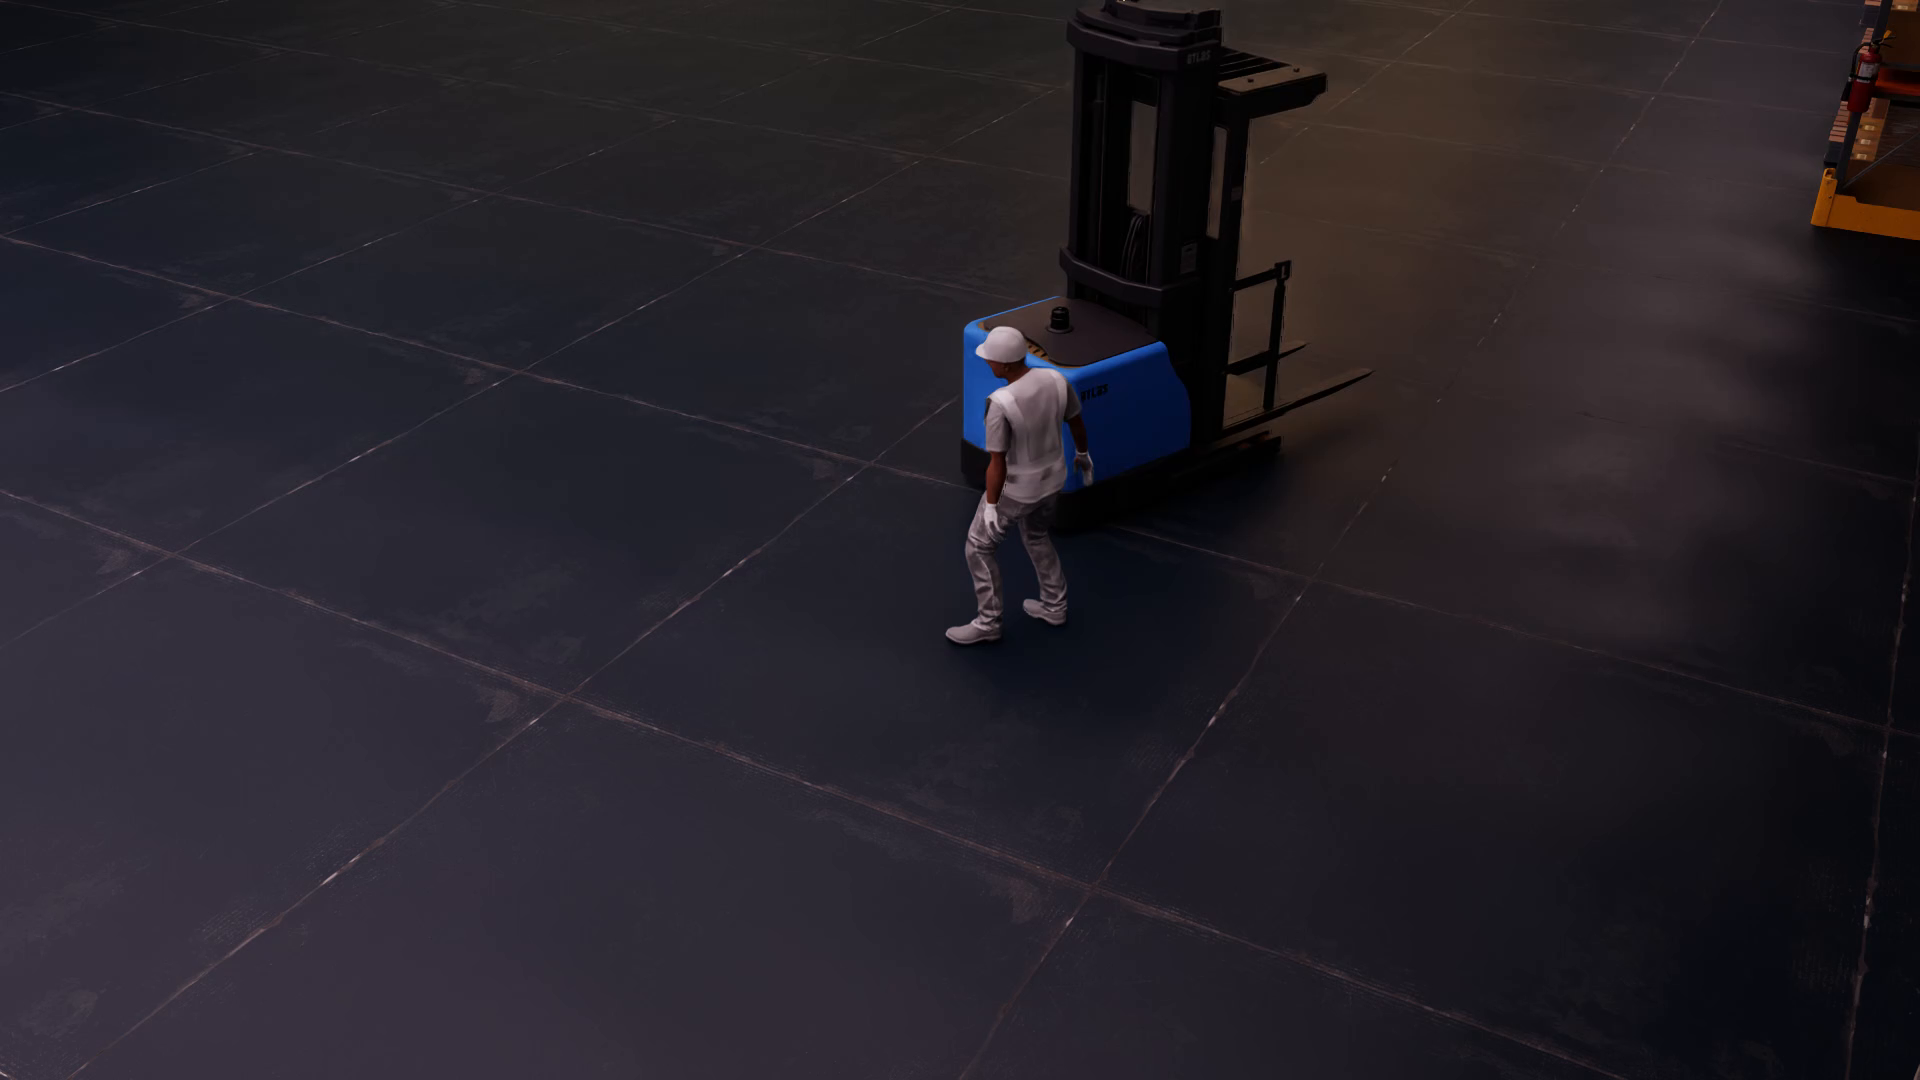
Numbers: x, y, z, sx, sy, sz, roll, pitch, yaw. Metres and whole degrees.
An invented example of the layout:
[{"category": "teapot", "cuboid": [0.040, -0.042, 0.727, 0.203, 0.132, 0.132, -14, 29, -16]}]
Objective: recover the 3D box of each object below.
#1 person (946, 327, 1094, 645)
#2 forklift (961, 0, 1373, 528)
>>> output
[{"category": "person", "cuboid": [0.319, -0.310, 8.816, 0.894, 1.746, 0.454, -26, 39, -37]}, {"category": "forklift", "cuboid": [1.481, -1.925, 10.406, 3.031, 2.935, 1.130, -21, 36, -32]}]
